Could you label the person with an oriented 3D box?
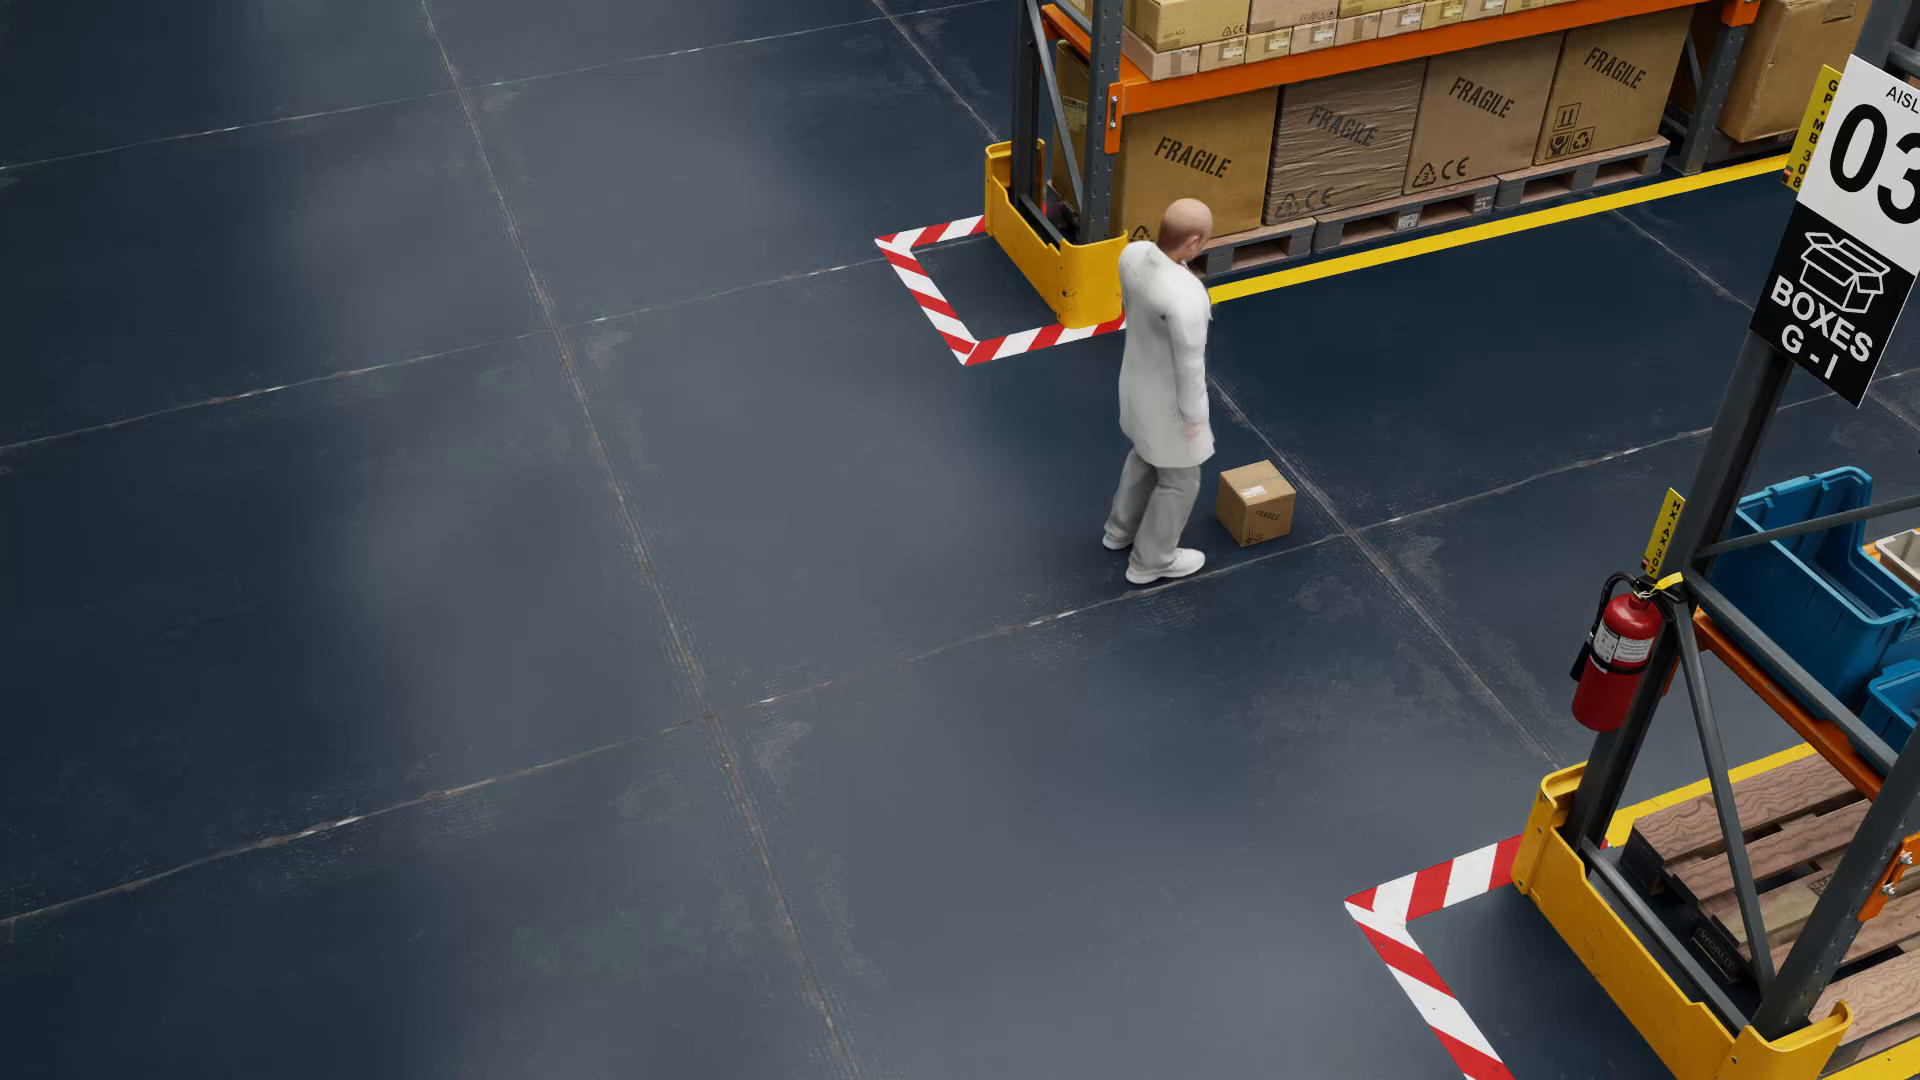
[{"bbox_3d":[0.850,-0.617,6.894,0.378,1.761,0.569,-14,43,-16],"label":"person"}]
